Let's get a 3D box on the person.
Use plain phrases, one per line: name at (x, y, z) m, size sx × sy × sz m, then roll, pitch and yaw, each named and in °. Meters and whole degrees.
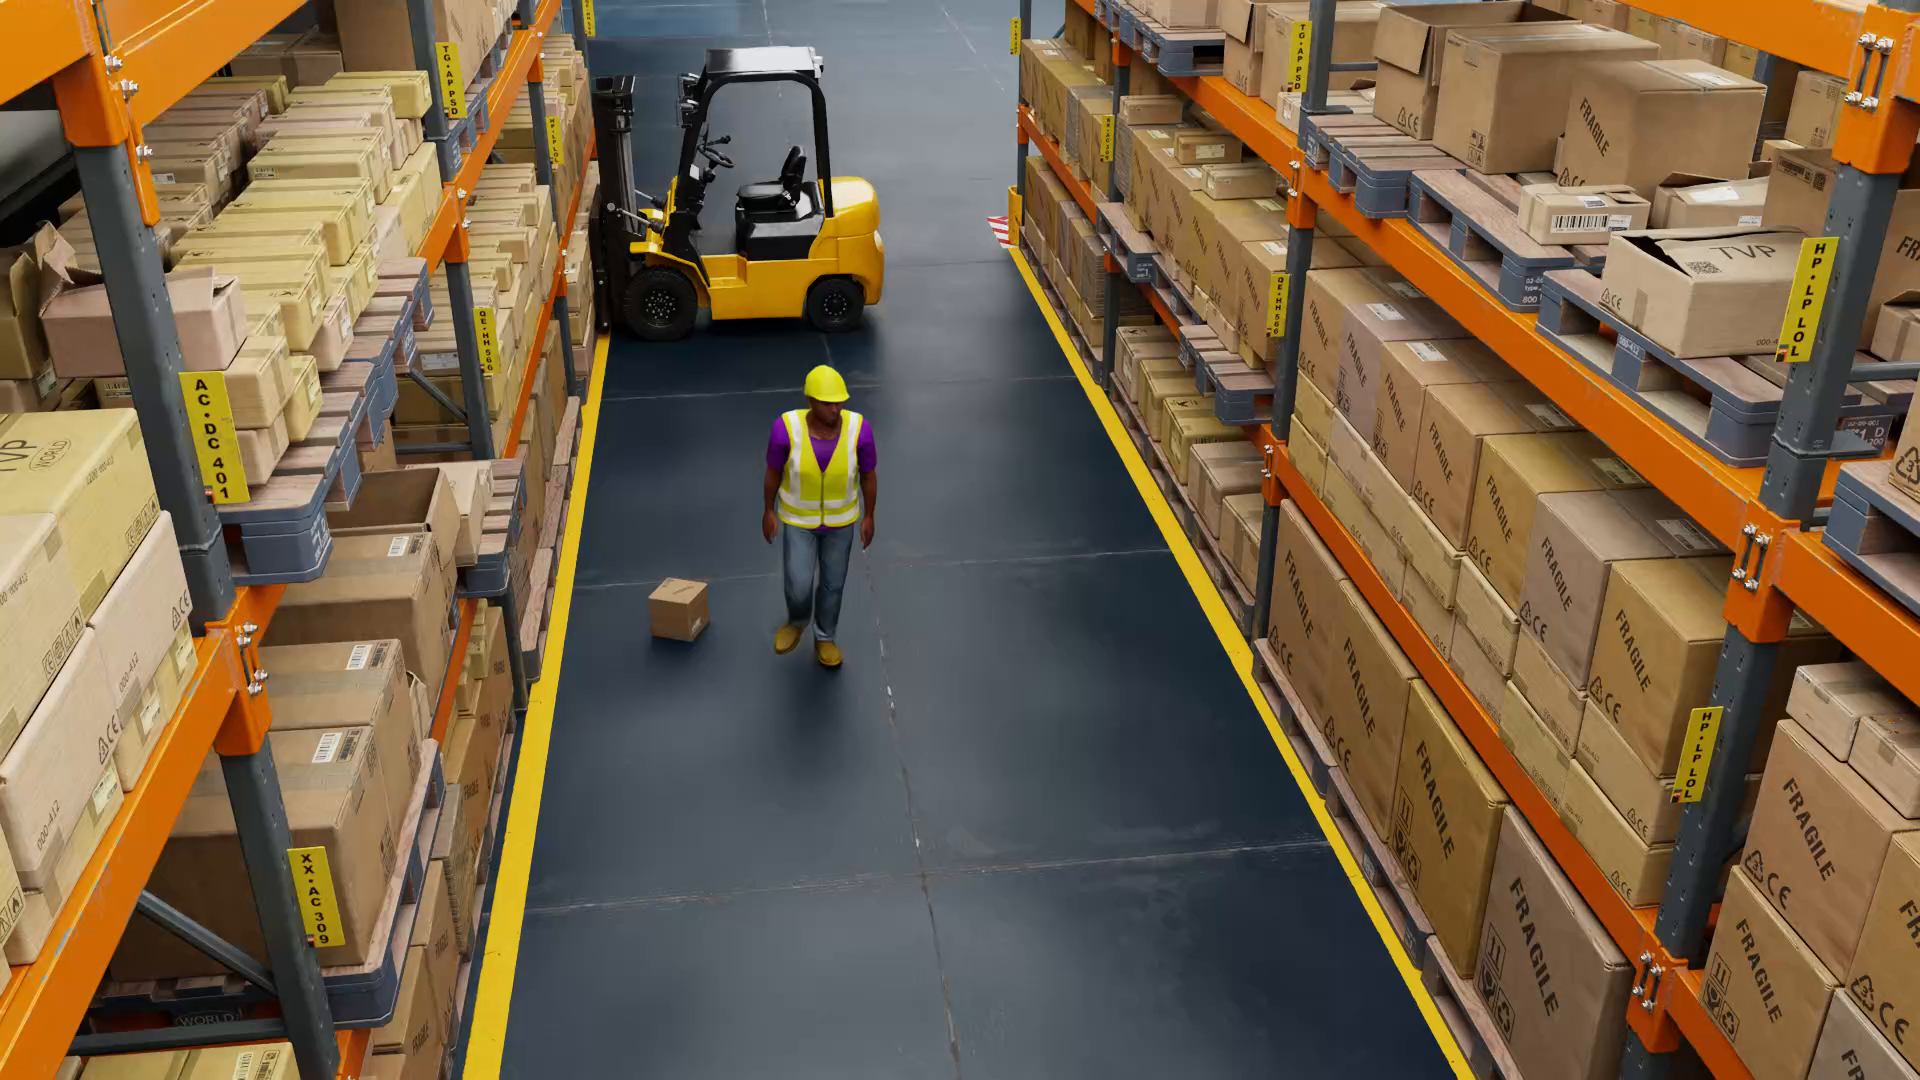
person at (-0.732, -0.112, 8.783) m, size 0.612 × 1.751 × 0.496 m, roll -6°, pitch 28°, yaw -12°
